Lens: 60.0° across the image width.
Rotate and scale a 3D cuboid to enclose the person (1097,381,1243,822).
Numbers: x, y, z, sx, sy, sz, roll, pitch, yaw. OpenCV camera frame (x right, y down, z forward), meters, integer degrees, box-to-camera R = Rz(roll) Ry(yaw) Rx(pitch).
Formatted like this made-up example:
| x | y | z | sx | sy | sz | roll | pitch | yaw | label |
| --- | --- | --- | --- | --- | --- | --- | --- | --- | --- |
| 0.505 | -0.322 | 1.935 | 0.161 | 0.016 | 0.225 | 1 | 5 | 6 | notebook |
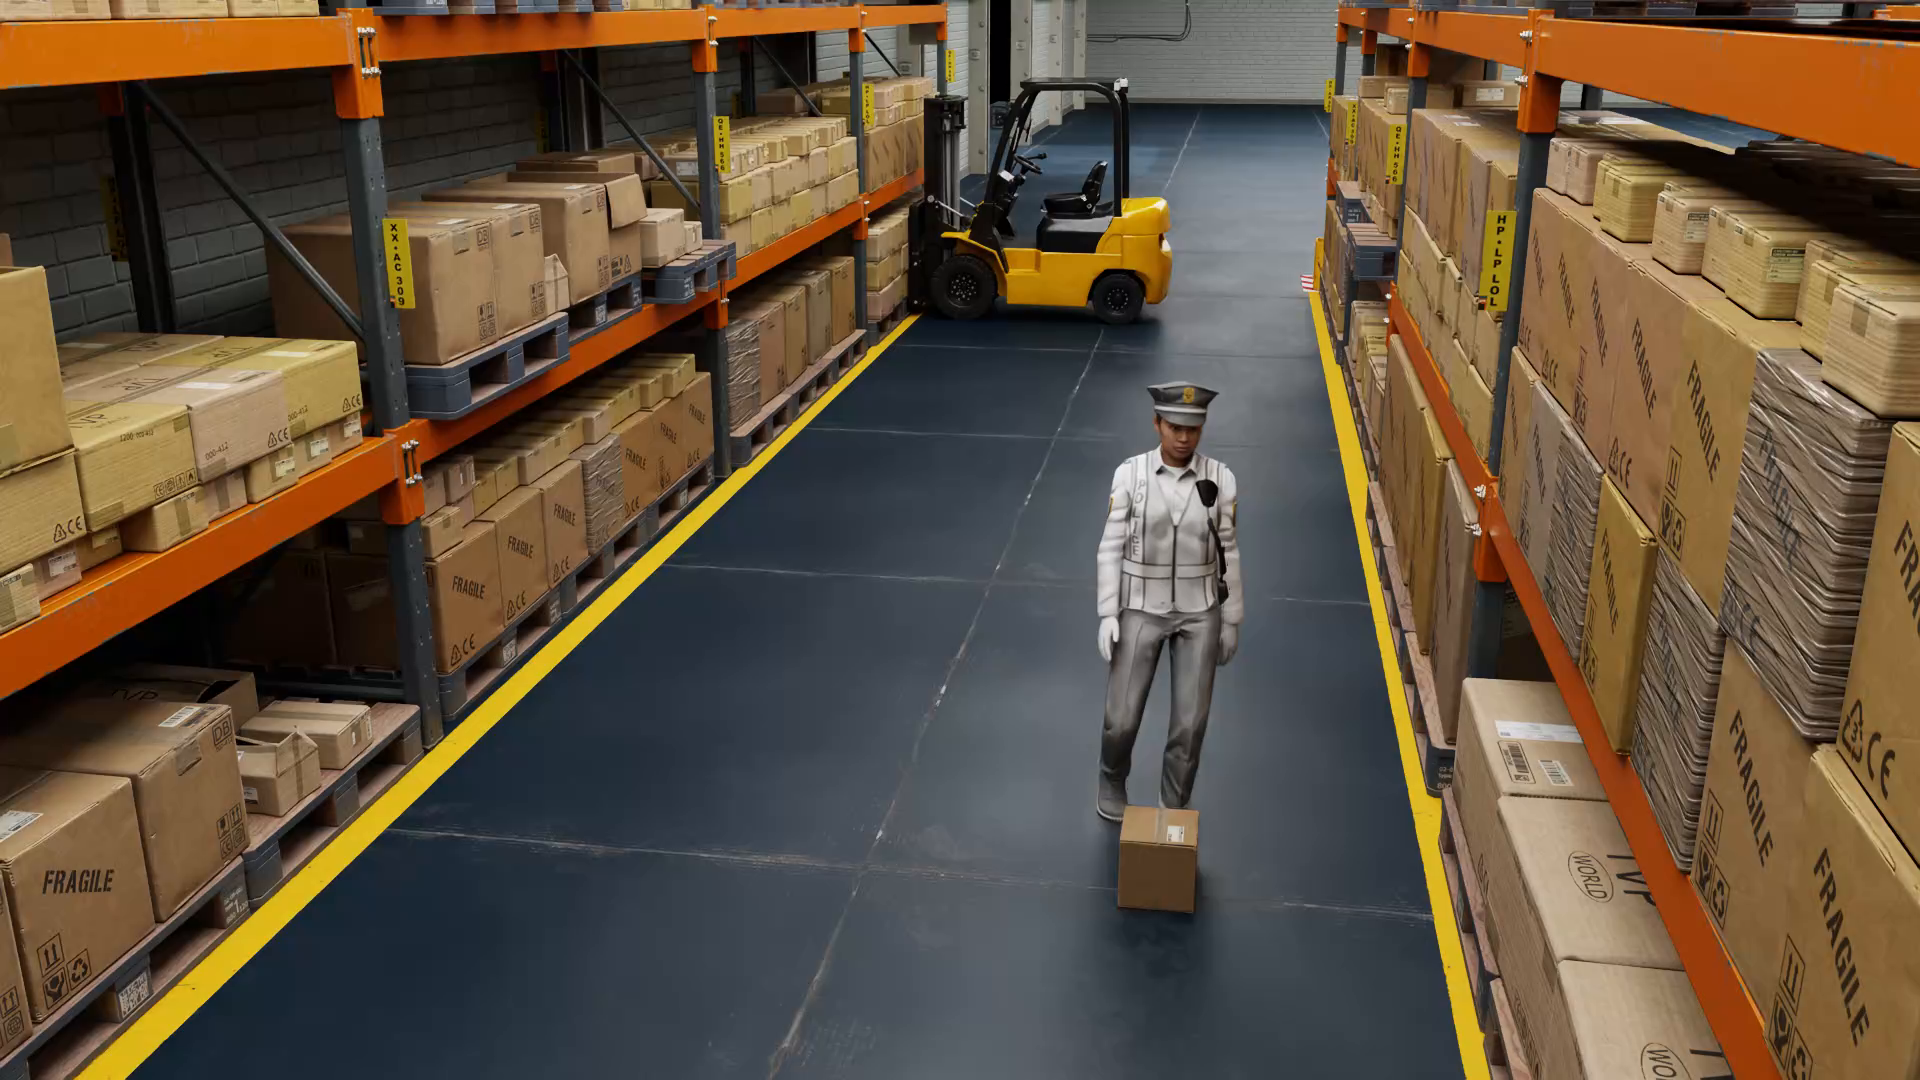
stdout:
| x | y | z | sx | sy | sz | roll | pitch | yaw | label |
| --- | --- | --- | --- | --- | --- | --- | --- | --- | --- |
| 0.728 | 0.275 | 5.735 | 0.507 | 1.648 | 0.512 | 1 | 18 | 2 | person |
